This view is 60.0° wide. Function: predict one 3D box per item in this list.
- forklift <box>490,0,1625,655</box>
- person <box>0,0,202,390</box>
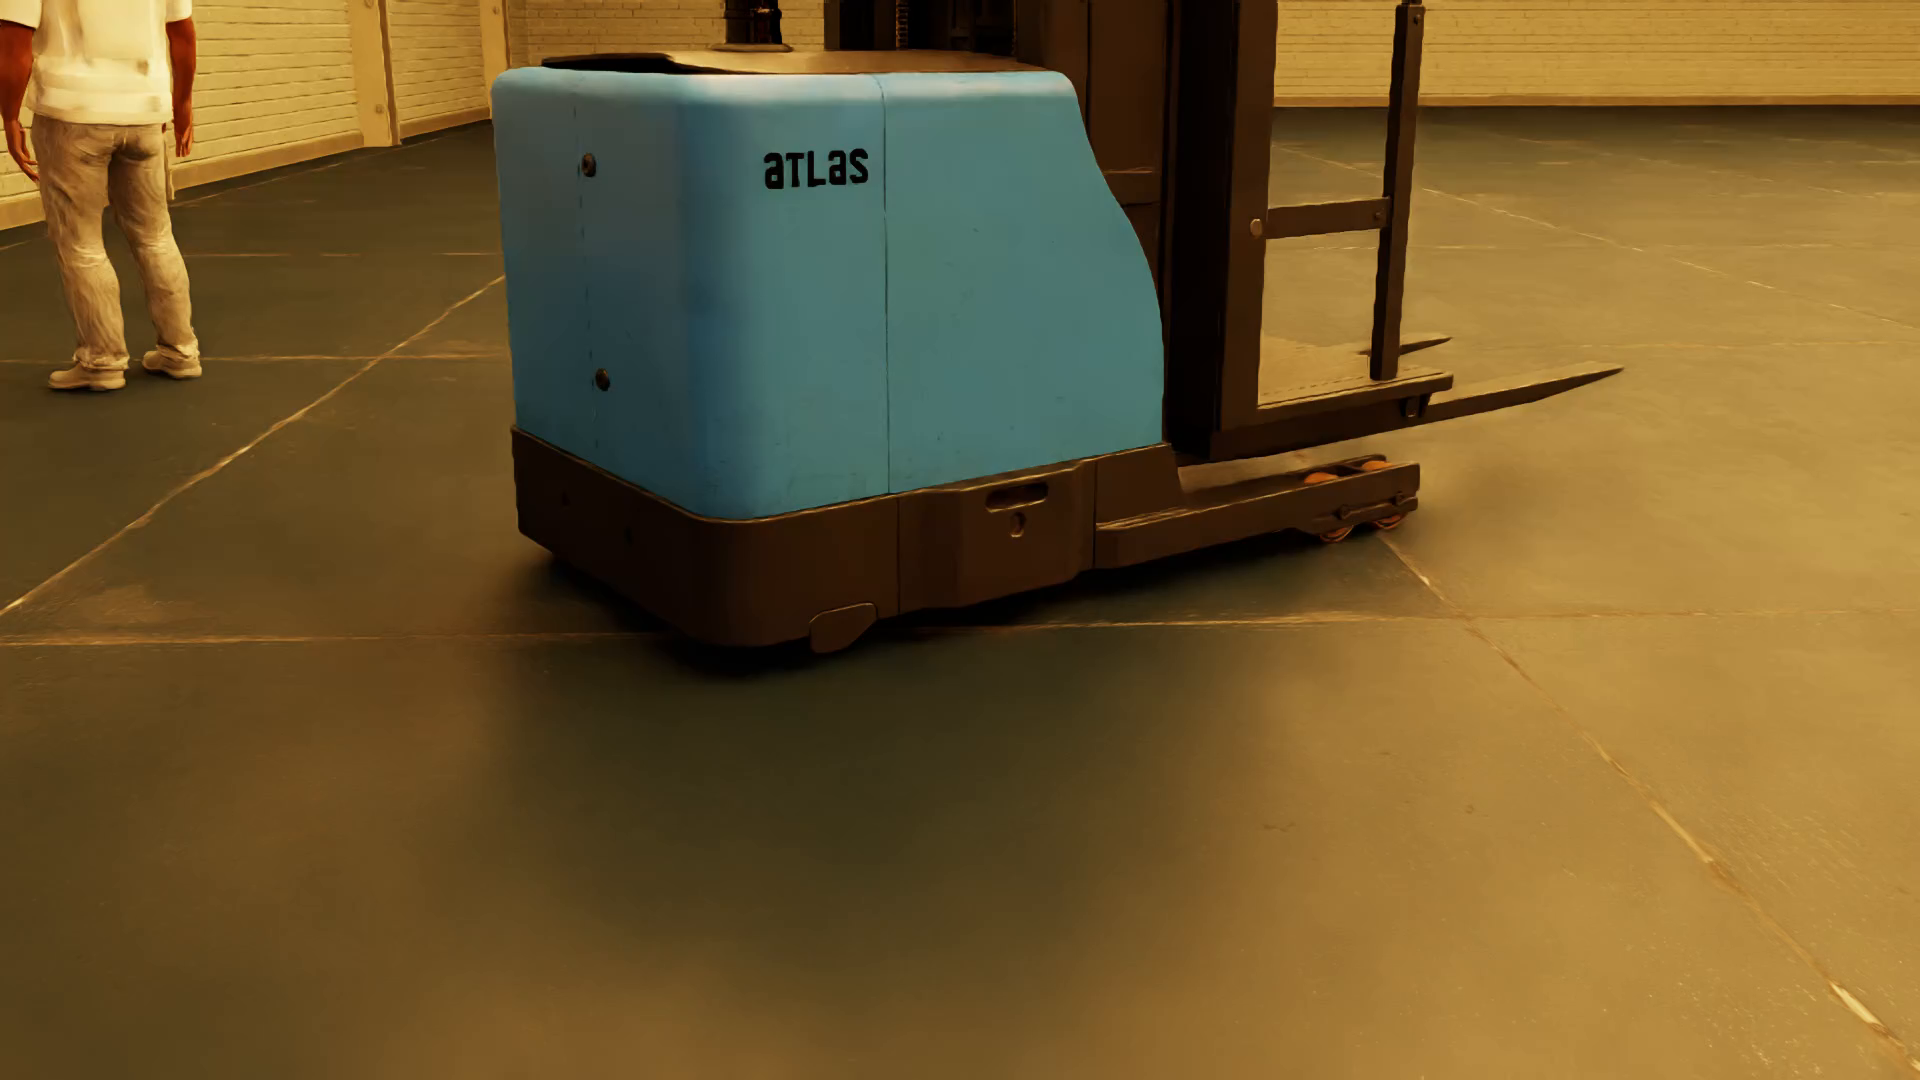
[{"bbox_3d":[0.494,-1.507,3.833,3.031,2.935,1.130,-12,21,-34],"label":"forklift"},{"bbox_3d":[-2.804,-1.369,5.394,0.492,1.778,0.661,12,20,33],"label":"person"}]
